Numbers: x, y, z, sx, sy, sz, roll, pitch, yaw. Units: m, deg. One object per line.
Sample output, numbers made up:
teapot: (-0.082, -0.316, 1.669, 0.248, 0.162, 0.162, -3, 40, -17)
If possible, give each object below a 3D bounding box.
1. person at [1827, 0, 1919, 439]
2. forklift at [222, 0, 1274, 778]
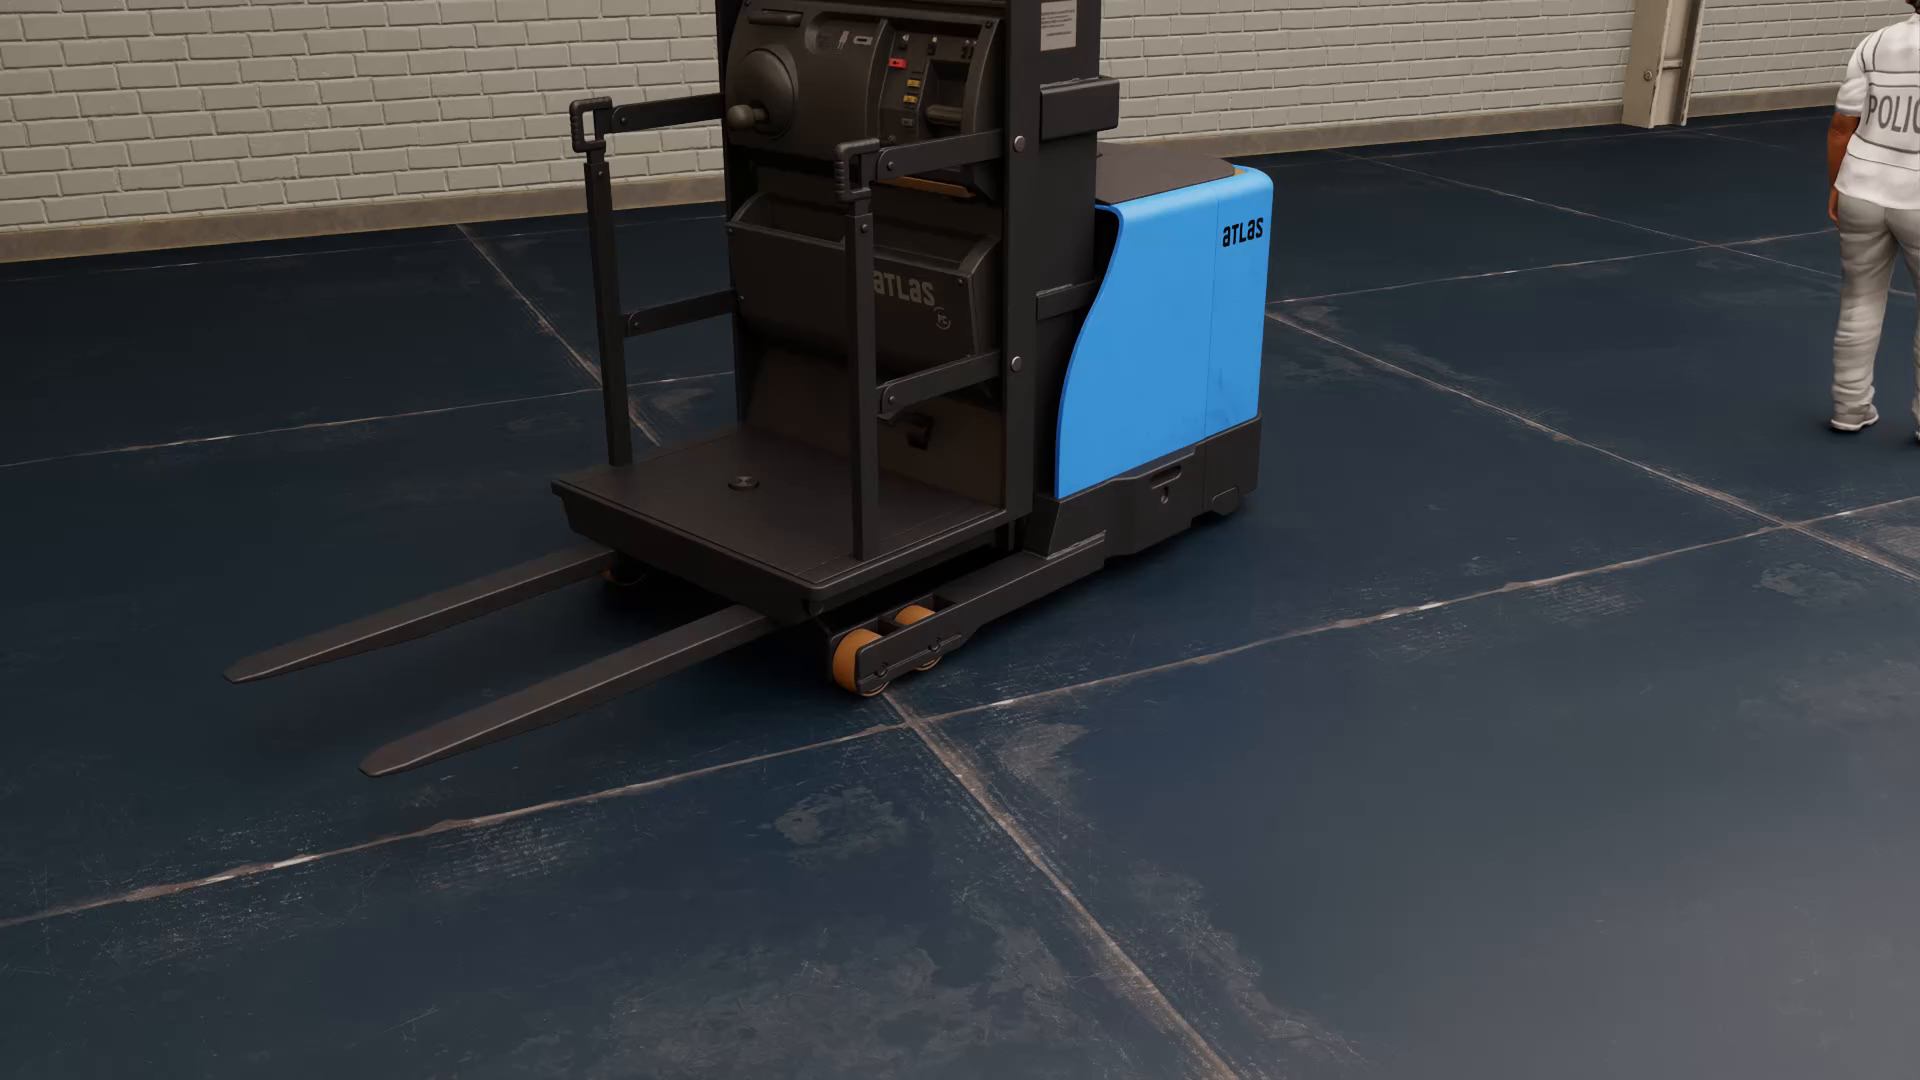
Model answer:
person: (3.320, -1.177, 5.750, 0.529, 1.670, 0.596, -17, 28, -35)
forklift: (-0.413, -1.182, 4.131, 1.130, 2.935, 3.031, 19, 29, 39)
